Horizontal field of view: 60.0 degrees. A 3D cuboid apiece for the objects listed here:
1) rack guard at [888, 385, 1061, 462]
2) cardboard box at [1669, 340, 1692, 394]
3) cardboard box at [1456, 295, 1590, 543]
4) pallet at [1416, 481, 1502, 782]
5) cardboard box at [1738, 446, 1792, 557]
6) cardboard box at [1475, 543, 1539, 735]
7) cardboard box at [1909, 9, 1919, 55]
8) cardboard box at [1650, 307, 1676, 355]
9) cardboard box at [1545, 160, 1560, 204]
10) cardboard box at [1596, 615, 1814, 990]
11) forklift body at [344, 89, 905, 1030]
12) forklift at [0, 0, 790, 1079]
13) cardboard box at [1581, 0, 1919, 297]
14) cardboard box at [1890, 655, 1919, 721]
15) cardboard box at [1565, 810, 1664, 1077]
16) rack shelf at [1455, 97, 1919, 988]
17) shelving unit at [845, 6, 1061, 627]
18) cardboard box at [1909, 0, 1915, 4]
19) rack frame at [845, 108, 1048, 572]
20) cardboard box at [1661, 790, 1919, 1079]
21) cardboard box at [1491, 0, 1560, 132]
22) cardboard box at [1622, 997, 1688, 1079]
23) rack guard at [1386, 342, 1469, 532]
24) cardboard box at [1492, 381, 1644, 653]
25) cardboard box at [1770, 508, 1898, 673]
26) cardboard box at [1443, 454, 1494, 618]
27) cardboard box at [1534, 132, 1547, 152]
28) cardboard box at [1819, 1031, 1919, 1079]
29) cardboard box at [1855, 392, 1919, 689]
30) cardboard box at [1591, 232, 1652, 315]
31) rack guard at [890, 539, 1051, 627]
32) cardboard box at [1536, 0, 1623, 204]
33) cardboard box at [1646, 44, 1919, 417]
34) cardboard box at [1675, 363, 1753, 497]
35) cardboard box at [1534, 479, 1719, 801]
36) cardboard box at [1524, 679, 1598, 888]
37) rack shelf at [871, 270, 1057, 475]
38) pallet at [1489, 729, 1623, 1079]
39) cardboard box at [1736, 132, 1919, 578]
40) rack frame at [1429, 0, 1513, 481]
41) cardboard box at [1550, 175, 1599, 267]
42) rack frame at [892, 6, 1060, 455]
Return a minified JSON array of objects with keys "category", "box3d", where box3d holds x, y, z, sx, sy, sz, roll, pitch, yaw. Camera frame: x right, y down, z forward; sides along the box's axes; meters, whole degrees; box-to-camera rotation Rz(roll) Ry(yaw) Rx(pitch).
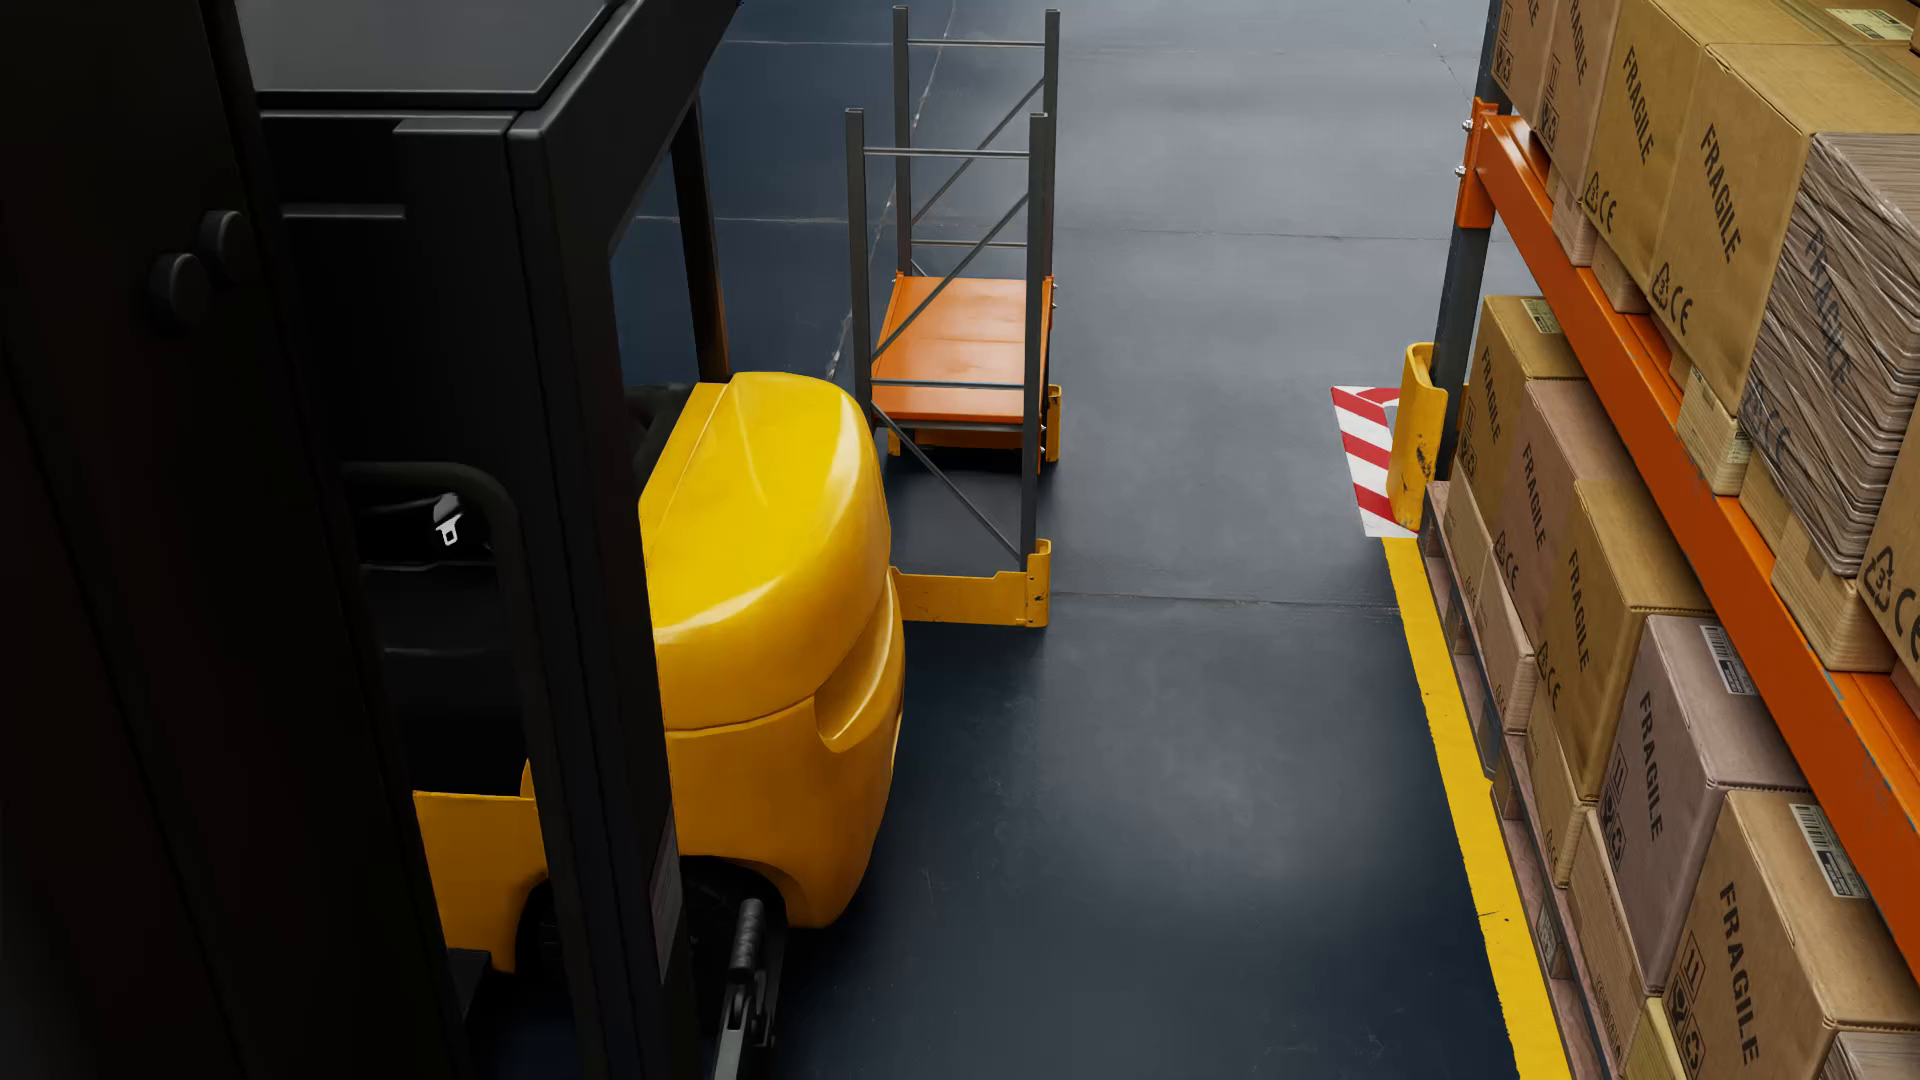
[{"category":"rack guard","box3d":[0.047,-0.407,5.672,0.587,0.250,0.087,2,32,4]},{"category":"cardboard box","box3d":[1.589,-0.323,3.154,0.380,0.149,0.250,2,32,3]},{"category":"cardboard box","box3d":[1.656,-0.316,4.410,0.500,0.500,0.500,1,32,2]},{"category":"pallet","box3d":[1.891,0.239,4.661,1.003,0.211,1.213,2,32,4]},{"category":"cardboard box","box3d":[1.525,-0.058,2.724,0.380,0.149,0.250,2,32,3]},{"category":"cardboard box","box3d":[1.608,0.257,4.194,0.500,0.250,0.500,4,32,6]},{"category":"cardboard box","box3d":[2.008,-0.939,2.583,0.700,0.500,0.500,2,32,4]},{"category":"cardboard box","box3d":[1.640,-0.459,3.376,0.380,0.149,0.250,3,32,6]},{"category":"cardboard box","box3d":[1.656,-0.868,4.038,0.380,0.149,0.250,1,32,2]},{"category":"cardboard box","box3d":[1.534,0.499,3.087,0.500,0.500,0.500,4,32,7]},{"category":"forklift body","box3d":[-1.285,-0.191,3.509,2.313,2.155,1.214,2,32,4]},{"category":"forklift","box3d":[-0.746,0.497,1.649,1.130,2.935,3.031,1,32,1]},{"category":"cardboard box","box3d":[1.604,-0.807,3.322,0.500,0.500,0.500,2,32,3]},{"category":"cardboard box","box3d":[1.542,0.213,2.285,0.380,0.149,0.250,2,32,3]},{"category":"cardboard box","box3d":[1.532,0.807,3.302,0.500,0.250,0.500,3,32,5]},{"category":"rack shelf","box3d":[1.836,-0.059,3.173,1.077,0.370,4.000,2,32,4]},{"category":"shelving unit","box3d":[0.006,-0.678,4.921,0.587,1.500,1.083,2,32,4]},{"category":"cardboard box","box3d":[2.139,-0.762,3.248,0.500,0.500,0.500,2,32,4]},{"category":"rack frame","box3d":[-0.034,-0.417,4.498,0.500,1.500,0.032,2,32,4]},{"category":"cardboard box","box3d":[1.493,0.766,2.654,0.500,0.500,0.500,3,32,5]},{"category":"cardboard box","box3d":[1.683,-1.345,4.194,0.500,0.500,0.500,2,32,3]},{"category":"cardboard box","box3d":[1.486,1.073,2.871,0.500,0.250,0.500,2,32,3]},{"category":"rack guard","box3d":[1.992,-0.307,5.272,1.175,0.500,0.348,2,32,4]},{"category":"cardboard box","box3d":[1.618,-0.043,3.966,0.500,0.500,0.500,1,32,2]},{"category":"cardboard box","box3d":[1.475,0.075,2.509,0.380,0.149,0.250,2,32,3]},{"category":"cardboard box","box3d":[1.657,-0.009,4.627,0.500,0.250,0.500,2,32,4]},{"category":"cardboard box","box3d":[1.764,-1.136,4.473,0.380,0.149,0.250,3,32,4]},{"category":"cardboard box","box3d":[1.453,1.032,2.222,0.500,0.500,0.500,2,32,3]},{"category":"cardboard box","box3d":[1.496,-0.001,2.014,0.500,0.500,0.500,3,32,6]},{"category":"cardboard box","box3d":[1.602,-0.600,3.604,0.380,0.149,0.250,3,32,5]},{"category":"rack guard","box3d":[-0.034,0.114,4.827,0.587,0.250,0.087,2,32,4]},{"category":"cardboard box","box3d":[1.644,-1.074,3.754,0.500,0.500,0.500,3,32,5]},{"category":"cardboard box","box3d":[1.571,-0.541,2.890,0.500,0.500,0.500,2,32,3]},{"category":"cardboard box","box3d":[1.510,-0.194,2.945,0.380,0.149,0.250,3,32,4]},{"category":"cardboard box","box3d":[1.569,0.219,3.541,0.500,0.500,0.500,3,32,5]},{"category":"cardboard box","box3d":[1.576,0.543,3.730,0.500,0.250,0.500,5,32,7]},{"category":"rack shelf","box3d":[0.007,-0.530,5.023,0.538,0.185,1.000,2,32,4]},{"category":"pallet","box3d":[1.789,0.875,3.629,1.003,0.211,1.213,2,32,4]},{"category":"cardboard box","box3d":[1.534,-0.273,2.455,0.500,0.500,0.500,3,32,5]},{"category":"rack frame","box3d":[1.998,-1.411,4.681,1.000,3.000,0.127,2,32,4]},{"category":"cardboard box","box3d":[1.589,-0.737,3.826,0.380,0.149,0.250,3,32,5]},{"category":"rack frame","box3d":[0.048,-0.949,5.360,0.500,1.500,0.032,2,32,4]}]
